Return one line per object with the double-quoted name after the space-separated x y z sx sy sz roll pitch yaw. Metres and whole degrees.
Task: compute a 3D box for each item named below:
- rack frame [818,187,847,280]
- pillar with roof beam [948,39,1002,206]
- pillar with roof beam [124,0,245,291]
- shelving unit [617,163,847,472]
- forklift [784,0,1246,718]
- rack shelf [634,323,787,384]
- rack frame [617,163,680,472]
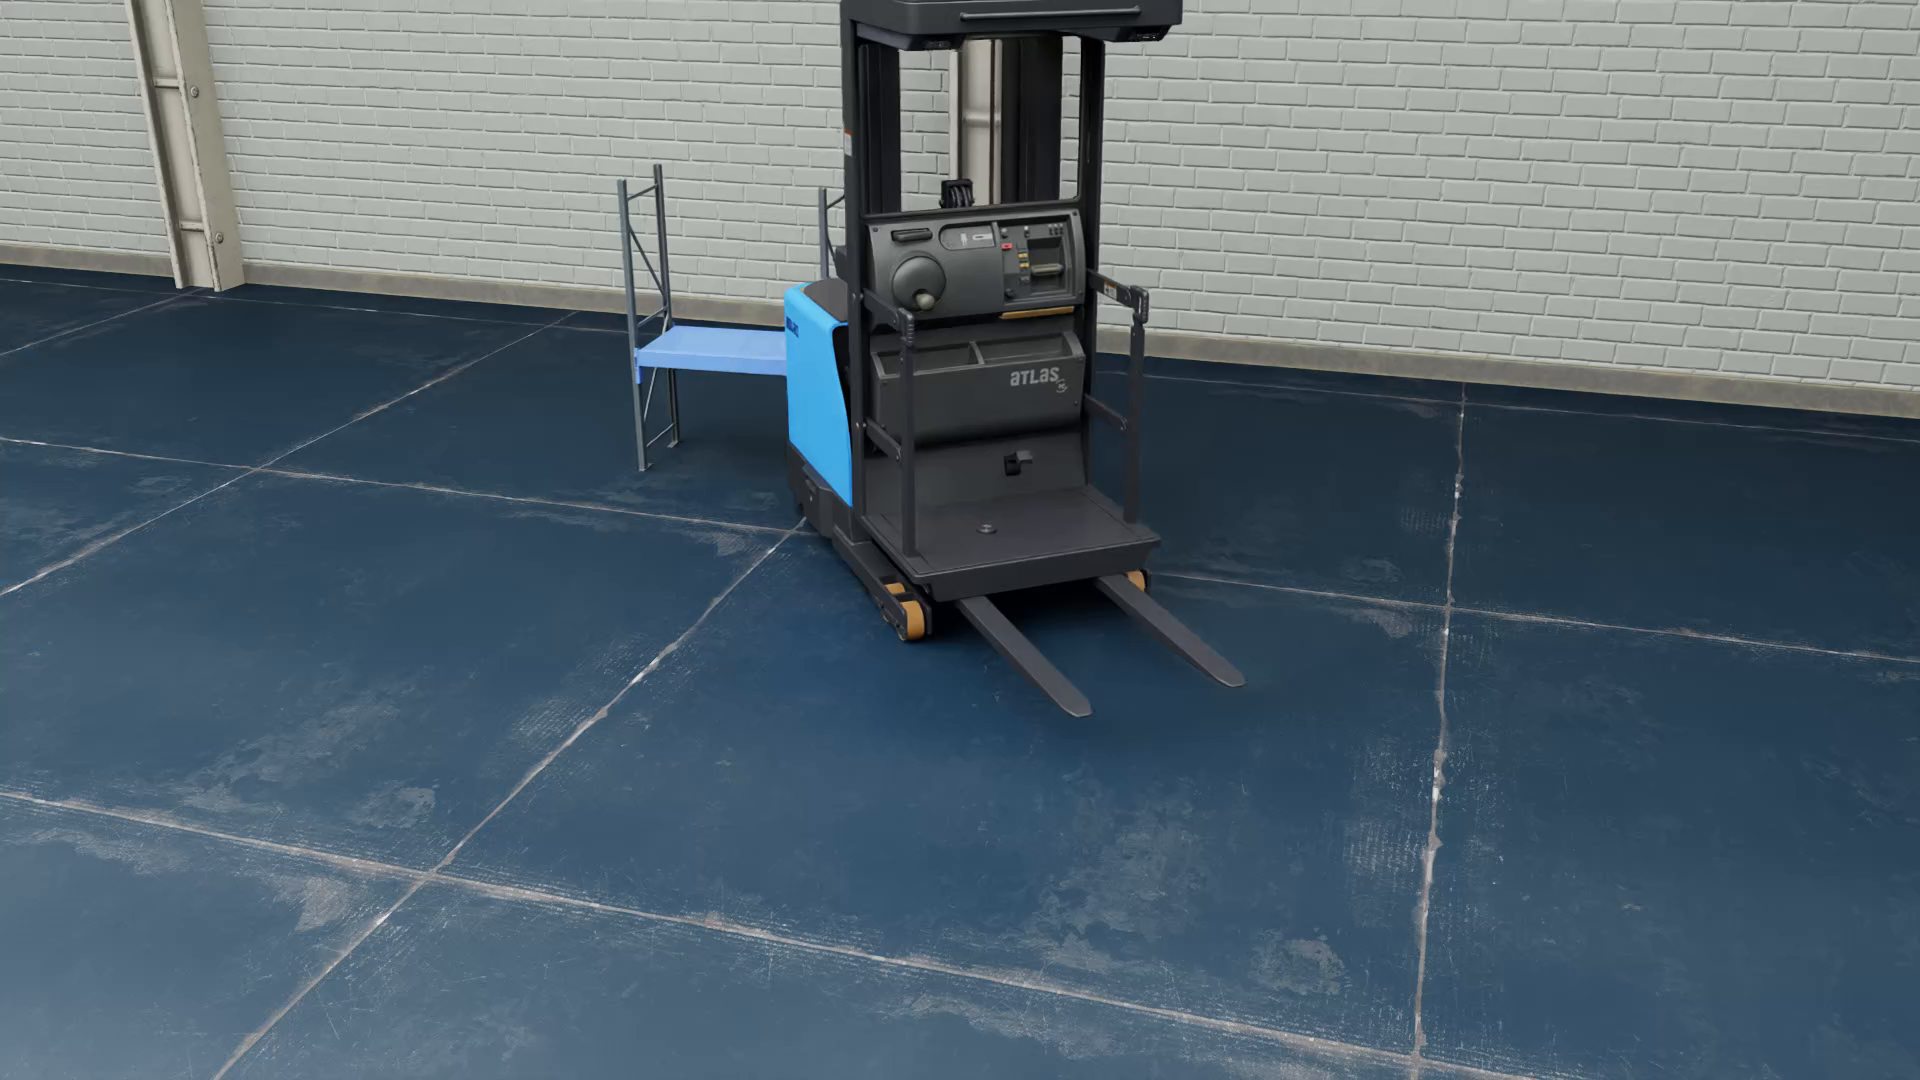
-0.605 -1.059 8.375 0.032 1.500 0.500 5 23 12 "rack frame"
-1.082 -3.846 5.288 0.400 9.000 9.100 7 23 16 "pillar with roof beam"
-6.826 -4.503 6.891 0.400 9.000 9.100 7 23 16 "pillar with roof beam"
-1.101 -1.101 8.477 1.048 1.500 0.538 5 23 12 "shelving unit"
0.158 -1.124 6.648 1.130 2.935 3.031 -8 24 -20 "forklift"
-1.101 -0.934 8.545 1.000 0.185 0.538 5 23 12 "rack shelf"
-1.597 -1.142 8.579 0.032 1.500 0.500 5 23 12 "rack frame"
